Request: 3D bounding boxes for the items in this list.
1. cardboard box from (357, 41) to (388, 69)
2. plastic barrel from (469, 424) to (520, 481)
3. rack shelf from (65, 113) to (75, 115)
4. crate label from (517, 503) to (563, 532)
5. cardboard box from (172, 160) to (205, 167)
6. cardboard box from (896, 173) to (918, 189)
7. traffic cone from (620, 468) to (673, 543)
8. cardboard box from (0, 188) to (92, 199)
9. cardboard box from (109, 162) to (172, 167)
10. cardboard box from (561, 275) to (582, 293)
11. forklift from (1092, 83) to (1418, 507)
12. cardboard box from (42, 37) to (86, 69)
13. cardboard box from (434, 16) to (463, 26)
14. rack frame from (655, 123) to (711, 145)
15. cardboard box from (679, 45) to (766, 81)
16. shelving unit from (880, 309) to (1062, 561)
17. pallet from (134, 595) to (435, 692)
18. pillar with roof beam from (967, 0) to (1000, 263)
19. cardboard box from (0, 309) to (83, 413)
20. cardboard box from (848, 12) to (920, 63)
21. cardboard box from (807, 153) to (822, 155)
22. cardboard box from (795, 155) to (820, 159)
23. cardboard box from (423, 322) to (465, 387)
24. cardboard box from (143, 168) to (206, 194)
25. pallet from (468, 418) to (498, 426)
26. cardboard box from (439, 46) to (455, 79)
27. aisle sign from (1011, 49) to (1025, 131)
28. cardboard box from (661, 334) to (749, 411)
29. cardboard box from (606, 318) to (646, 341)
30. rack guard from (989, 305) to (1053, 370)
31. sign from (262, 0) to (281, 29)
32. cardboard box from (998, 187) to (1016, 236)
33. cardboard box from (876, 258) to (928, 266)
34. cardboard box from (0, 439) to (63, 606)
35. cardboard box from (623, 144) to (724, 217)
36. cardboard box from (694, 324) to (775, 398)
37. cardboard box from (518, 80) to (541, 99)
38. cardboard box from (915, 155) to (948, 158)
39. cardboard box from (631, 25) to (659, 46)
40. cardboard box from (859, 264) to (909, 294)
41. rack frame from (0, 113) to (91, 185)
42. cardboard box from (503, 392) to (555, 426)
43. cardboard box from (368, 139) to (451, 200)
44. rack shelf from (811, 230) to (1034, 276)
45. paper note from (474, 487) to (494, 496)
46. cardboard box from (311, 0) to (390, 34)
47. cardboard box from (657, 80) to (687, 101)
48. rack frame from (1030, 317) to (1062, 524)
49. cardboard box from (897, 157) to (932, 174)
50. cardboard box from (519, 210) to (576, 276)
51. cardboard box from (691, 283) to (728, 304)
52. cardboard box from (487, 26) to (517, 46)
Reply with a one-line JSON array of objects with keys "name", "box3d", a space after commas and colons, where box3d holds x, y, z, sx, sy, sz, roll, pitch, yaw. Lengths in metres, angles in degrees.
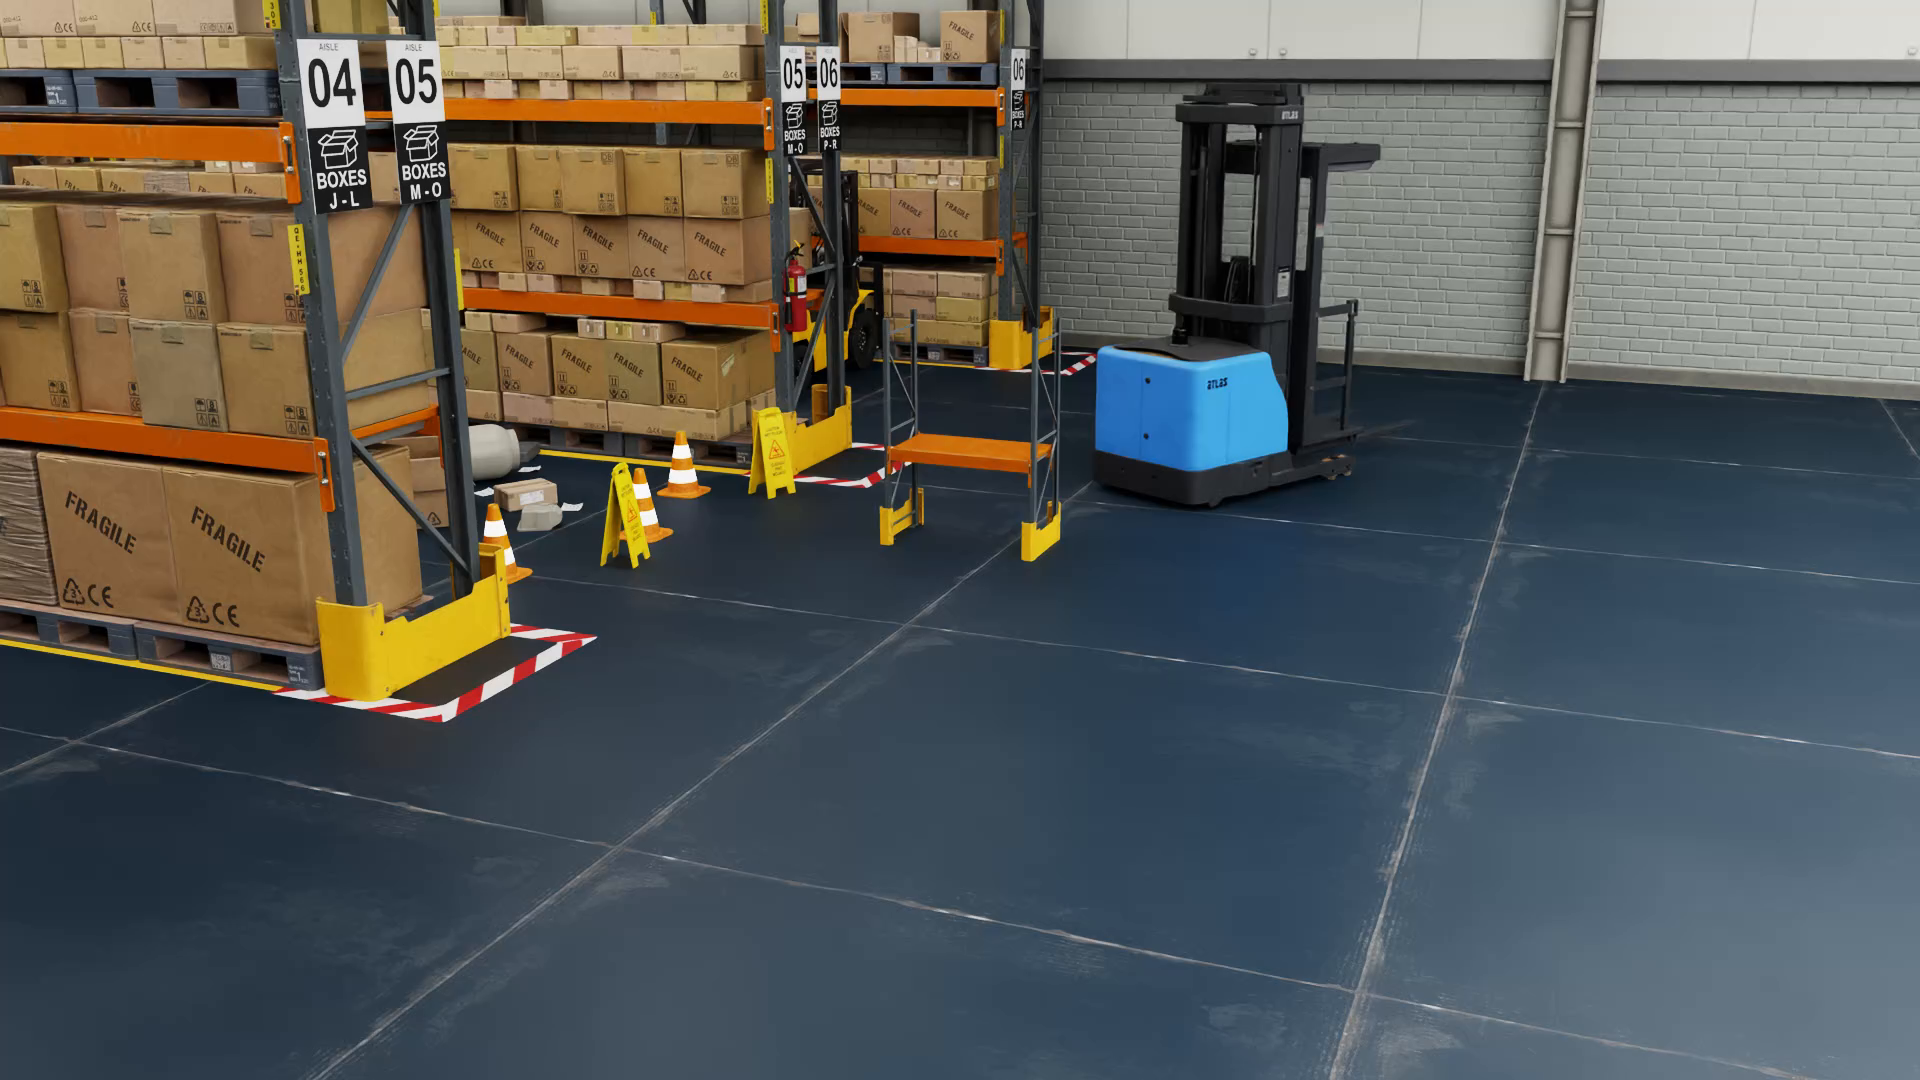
[{"name": "cardboard box", "box3d": [-3.107, -2.480, 8.473, 0.250, 0.149, 0.380, 6, 17, 21]}, {"name": "plastic barrel", "box3d": [-3.661, -0.668, 12.714, 0.512, 0.421, 0.421, -9, 18, -27]}, {"name": "rack shelf", "box3d": [-10.486, -4.204, 16.185, 4.000, 0.370, 1.077, 6, 17, 21]}, {"name": "crate label", "box3d": [-2.902, -0.162, 11.488, 0.298, 0.136, 0.250, -2, 16, -8]}, {"name": "cardboard box", "box3d": [-7.000, -3.514, 15.269, 0.250, 0.149, 0.380, 5, 17, 18]}, {"name": "cardboard box", "box3d": [-0.485, -3.785, 17.490, 0.250, 0.149, 0.380, 6, 17, 20]}, {"name": "traffic cone", "box3d": [-2.148, -0.255, 11.221, 0.334, 0.463, 0.336, 6, 17, 21]}, {"name": "cardboard box", "box3d": [-5.290, -1.628, 9.196, 0.550, 0.550, 0.875, 6, 17, 21]}, {"name": "cardboard box", "box3d": [-7.616, -3.273, 15.600, 0.500, 0.500, 0.500, 6, 17, 20]}, {"name": "cardboard box", "box3d": [-3.025, -2.110, 13.511, 0.250, 0.149, 0.380, 6, 17, 21]}, {"name": "forklift", "box3d": [2.432, -1.964, 12.681, 3.031, 2.935, 1.130, -14, 21, -39]}, {"name": "cardboard box", "box3d": [-4.287, -2.412, 8.239, 0.250, 0.149, 0.380, 6, 17, 20]}, {"name": "cardboard box", "box3d": [-5.717, -5.767, 19.168, 0.500, 0.500, 0.700, 6, 17, 20]}, {"name": "rack frame", "box3d": [-3.087, -3.783, 18.825, 0.127, 3.000, 1.000, 6, 17, 21]}, {"name": "cardboard box", "box3d": [-1.759, -3.580, 12.480, 0.500, 0.250, 0.500, 6, 17, 20]}, {"name": "shelving unit", "box3d": [0.071, -0.712, 10.938, 1.083, 1.500, 0.587, 6, 17, 21]}, {"name": "pallet", "box3d": [-3.678, 0.486, 9.122, 1.213, 0.211, 1.003, 6, 17, 21]}, {"name": "pillar with roof beam", "box3d": [-1.263, -5.443, 13.783, 0.400, 9.000, 9.100, 6, 17, 21]}, {"name": "cardboard box", "box3d": [-4.770, -1.074, 9.225, 0.500, 0.550, 0.875, 6, 17, 21]}, {"name": "cardboard box", "box3d": [-0.783, -5.225, 17.299, 0.500, 0.500, 0.700, 6, 17, 21]}, {"name": "cardboard box", "box3d": [-1.500, -4.192, 18.356, 0.250, 0.149, 0.380, 6, 17, 20]}, {"name": "cardboard box", "box3d": [-1.672, -4.065, 17.918, 0.250, 0.149, 0.380, 6, 17, 20]}, {"name": "cardboard box", "box3d": [-4.455, -1.606, 14.160, 0.500, 0.500, 0.500, 7, 18, 23]}, {"name": "cardboard box", "box3d": [-6.846, -3.034, 14.777, 0.500, 0.500, 0.500, 6, 17, 19]}, {"name": "pallet", "box3d": [-4.267, -1.097, 14.573, 1.213, 0.211, 1.003, 6, 17, 21]}, {"name": "cardboard box", "box3d": [-4.113, -3.840, 13.377, 0.500, 0.250, 0.500, 6, 17, 20]}, {"name": "aisle sign", "box3d": [0.587, -4.539, 16.767, 0.004, 0.787, 0.394, 6, 17, 21]}, {"name": "cardboard box", "box3d": [-2.025, -1.342, 13.249, 0.500, 0.500, 0.500, 6, 17, 21]}, {"name": "cardboard box", "box3d": [-2.623, -1.700, 13.319, 0.250, 0.149, 0.380, 7, 17, 22]}, {"name": "rack guard", "box3d": [0.656, -2.171, 17.755, 0.348, 0.500, 1.175, 6, 17, 21]}, {"name": "sign", "box3d": [-3.118, -2.480, 7.511, 0.005, 0.325, 0.100, 6, 17, 21]}, {"name": "cardboard box", "box3d": [0.275, -3.545, 17.824, 0.500, 0.500, 0.500, 7, 18, 22]}, {"name": "cardboard box", "box3d": [-0.671, -2.938, 18.298, 0.500, 0.250, 0.500, 6, 17, 20]}, {"name": "cardboard box", "box3d": [-5.228, -0.209, 9.570, 0.875, 0.875, 0.875, 6, 17, 21]}, {"name": "cardboard box", "box3d": [-2.207, -2.807, 12.955, 0.500, 0.500, 0.700, 6, 17, 21]}, {"name": "cardboard box", "box3d": [-1.855, -1.484, 13.739, 0.500, 0.500, 0.500, 6, 17, 19]}, {"name": "cardboard box", "box3d": [-3.268, -3.561, 13.132, 0.250, 0.149, 0.380, 6, 17, 21]}, {"name": "cardboard box", "box3d": [-0.307, -4.054, 17.882, 0.250, 0.149, 0.380, 6, 17, 21]}, {"name": "cardboard box", "box3d": [-2.294, -3.844, 12.675, 0.250, 0.149, 0.380, 6, 17, 21]}, {"name": "cardboard box", "box3d": [-0.859, -2.801, 17.828, 0.500, 0.250, 0.500, 7, 17, 21]}, {"name": "rack frame", "box3d": [-8.626, -2.905, 15.798, 0.127, 3.000, 1.000, 6, 17, 21]}, {"name": "cardboard box", "box3d": [-3.460, -1.141, 13.902, 0.500, 0.250, 0.500, 6, 17, 20]}, {"name": "cardboard box", "box3d": [-4.575, -3.065, 13.845, 0.500, 0.500, 0.700, 6, 17, 20]}, {"name": "rack shelf", "box3d": [-1.226, -3.233, 18.220, 4.000, 0.370, 1.077, 6, 17, 21]}, {"name": "paper note", "box3d": [-3.529, -0.361, 12.383, 0.142, 0.019, 0.148, 14, 21, 40]}, {"name": "cardboard box", "box3d": [-3.261, -2.669, 8.410, 0.500, 0.250, 0.500, 6, 17, 21]}, {"name": "cardboard box", "box3d": [-2.097, -3.423, 12.654, 0.250, 0.149, 0.380, 7, 18, 22]}, {"name": "rack frame", "box3d": [0.552, -0.660, 10.755, 0.032, 1.500, 0.500, 6, 17, 21]}, {"name": "cardboard box", "box3d": [-0.475, -3.940, 17.488, 0.250, 0.149, 0.380, 6, 17, 21]}, {"name": "cardboard box", "box3d": [-3.183, -2.422, 13.424, 0.500, 0.500, 0.500, 6, 17, 21]}, {"name": "cardboard box", "box3d": [-1.886, -1.945, 12.945, 0.250, 0.149, 0.380, 6, 17, 20]}, {"name": "cardboard box", "box3d": [-3.500, -3.962, 13.082, 0.250, 0.149, 0.380, 6, 17, 20]}]
